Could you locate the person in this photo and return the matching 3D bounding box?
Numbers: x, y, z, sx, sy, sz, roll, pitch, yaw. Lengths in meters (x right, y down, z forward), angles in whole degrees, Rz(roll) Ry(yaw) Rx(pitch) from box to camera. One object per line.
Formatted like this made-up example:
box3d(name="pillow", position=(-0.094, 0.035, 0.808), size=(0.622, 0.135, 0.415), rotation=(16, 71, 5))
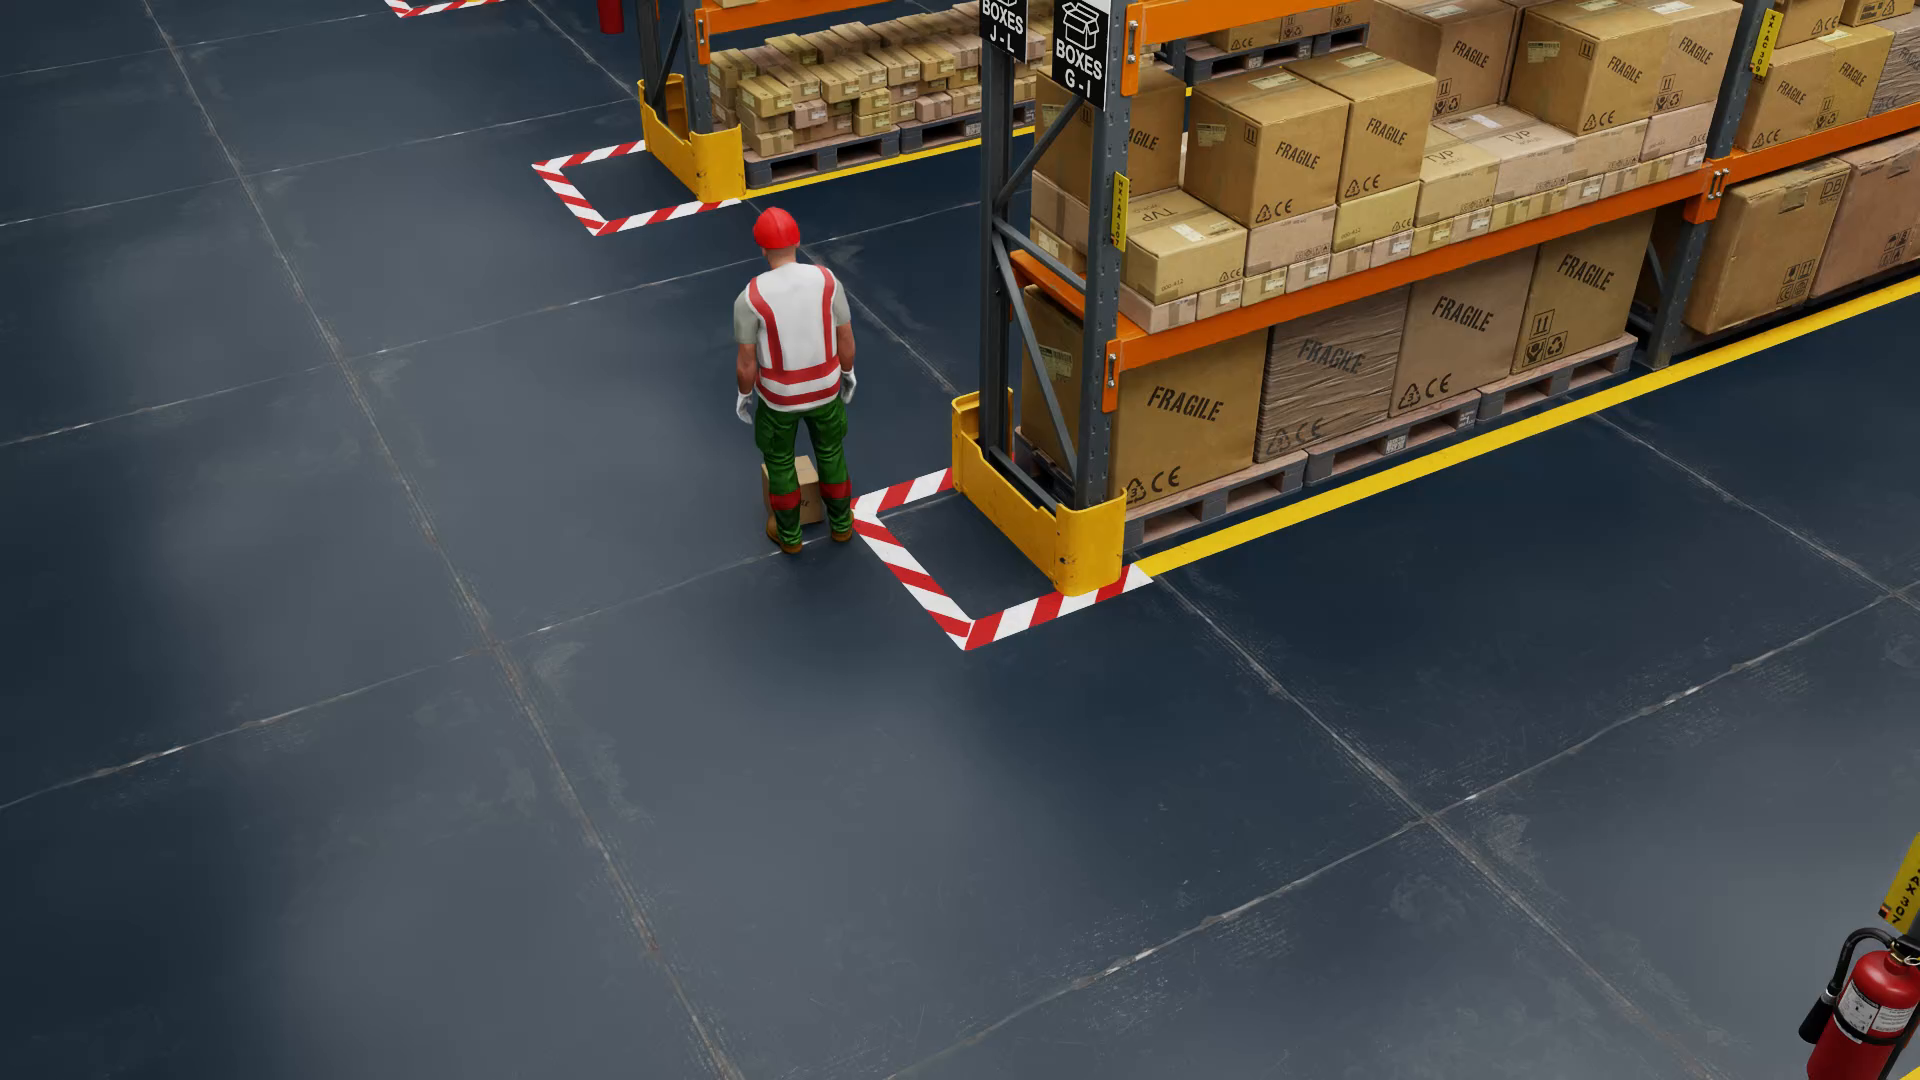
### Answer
box3d(name="person", position=(-0.779, -0.730, 7.905), size=(0.604, 1.777, 0.453), rotation=(-13, 38, -17))
